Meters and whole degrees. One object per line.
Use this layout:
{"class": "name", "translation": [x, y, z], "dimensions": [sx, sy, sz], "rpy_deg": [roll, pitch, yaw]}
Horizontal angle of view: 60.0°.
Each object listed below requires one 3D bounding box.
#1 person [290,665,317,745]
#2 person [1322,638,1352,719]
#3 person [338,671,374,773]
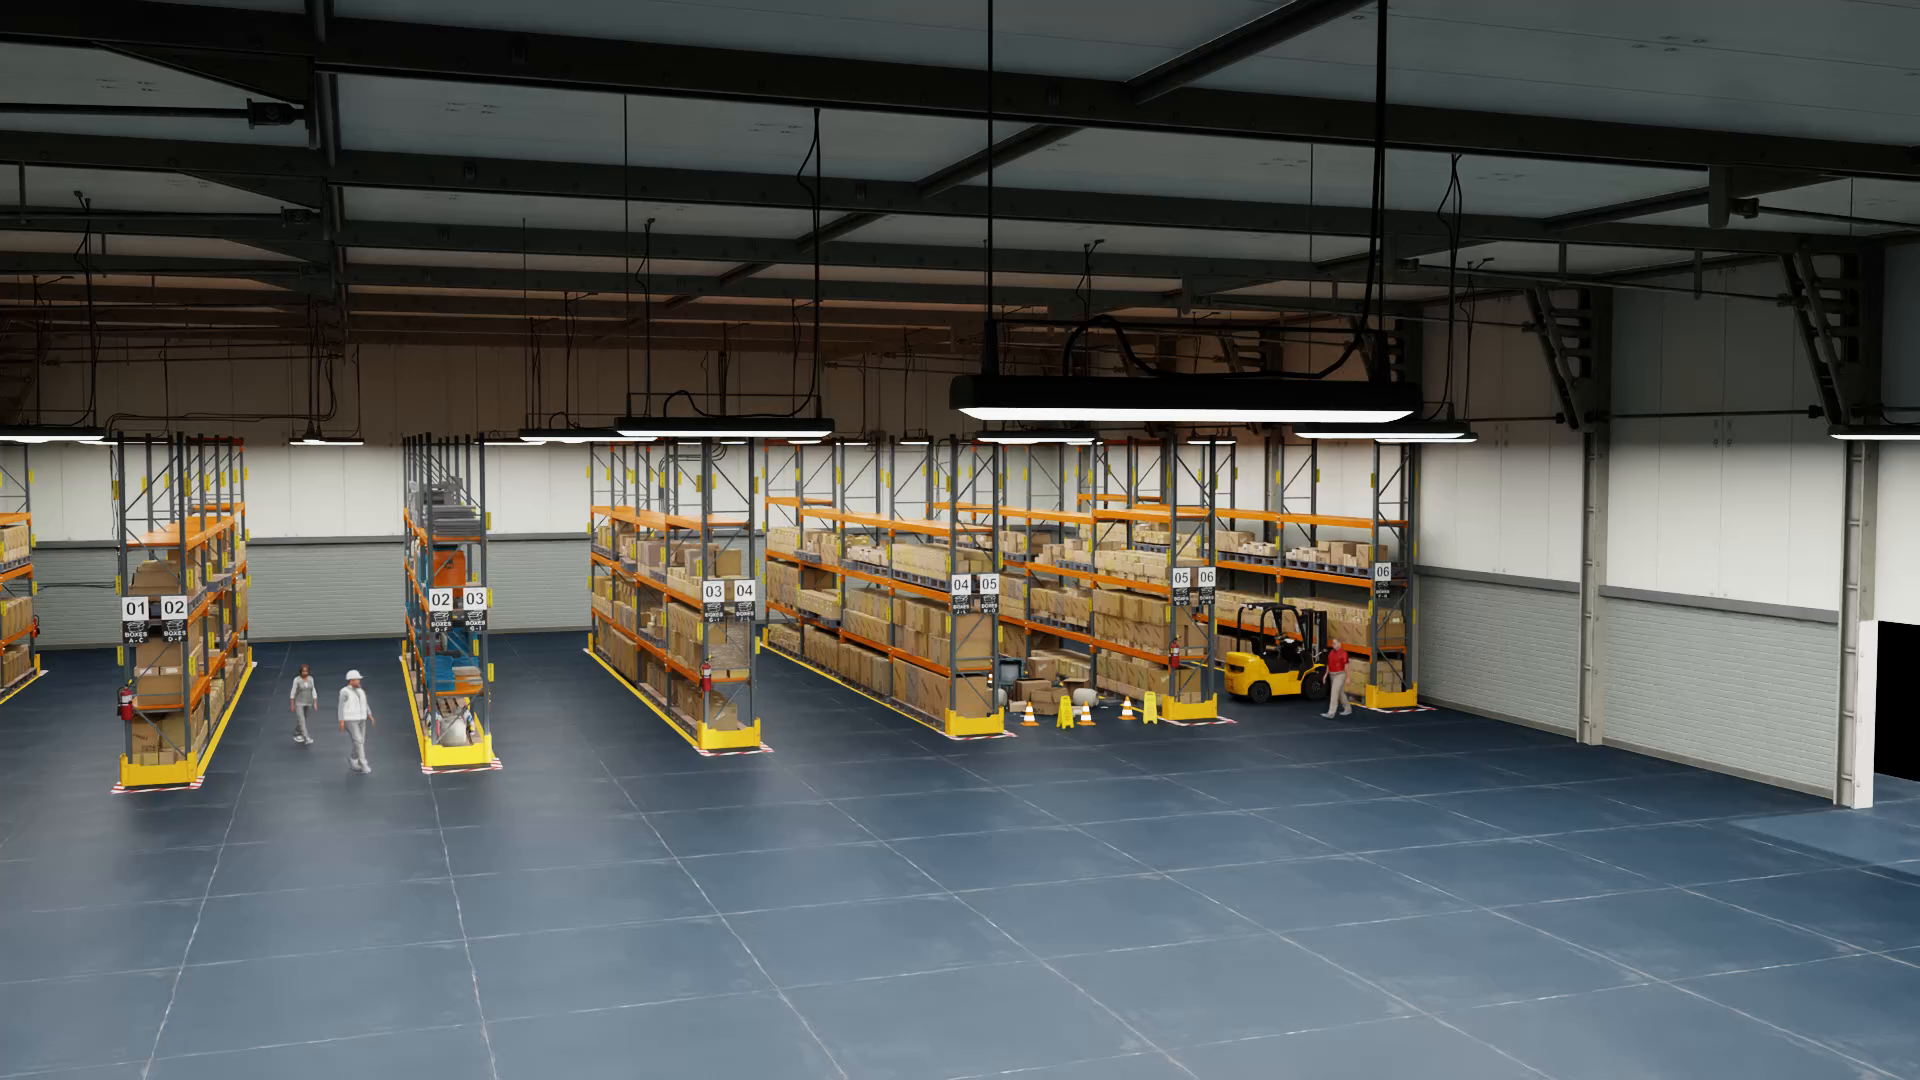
{"class": "person", "translation": [-12.584, 3.158, 31.940], "dimensions": [1.021, 1.533, 0.430], "rpy_deg": [2, 4, 38]}
{"class": "person", "translation": [7.997, 2.921, 35.329], "dimensions": [0.882, 1.702, 0.543], "rpy_deg": [-1, 3, -17]}
{"class": "person", "translation": [-10.613, 3.218, 29.500], "dimensions": [0.758, 1.782, 0.566], "rpy_deg": [2, 4, 26]}
